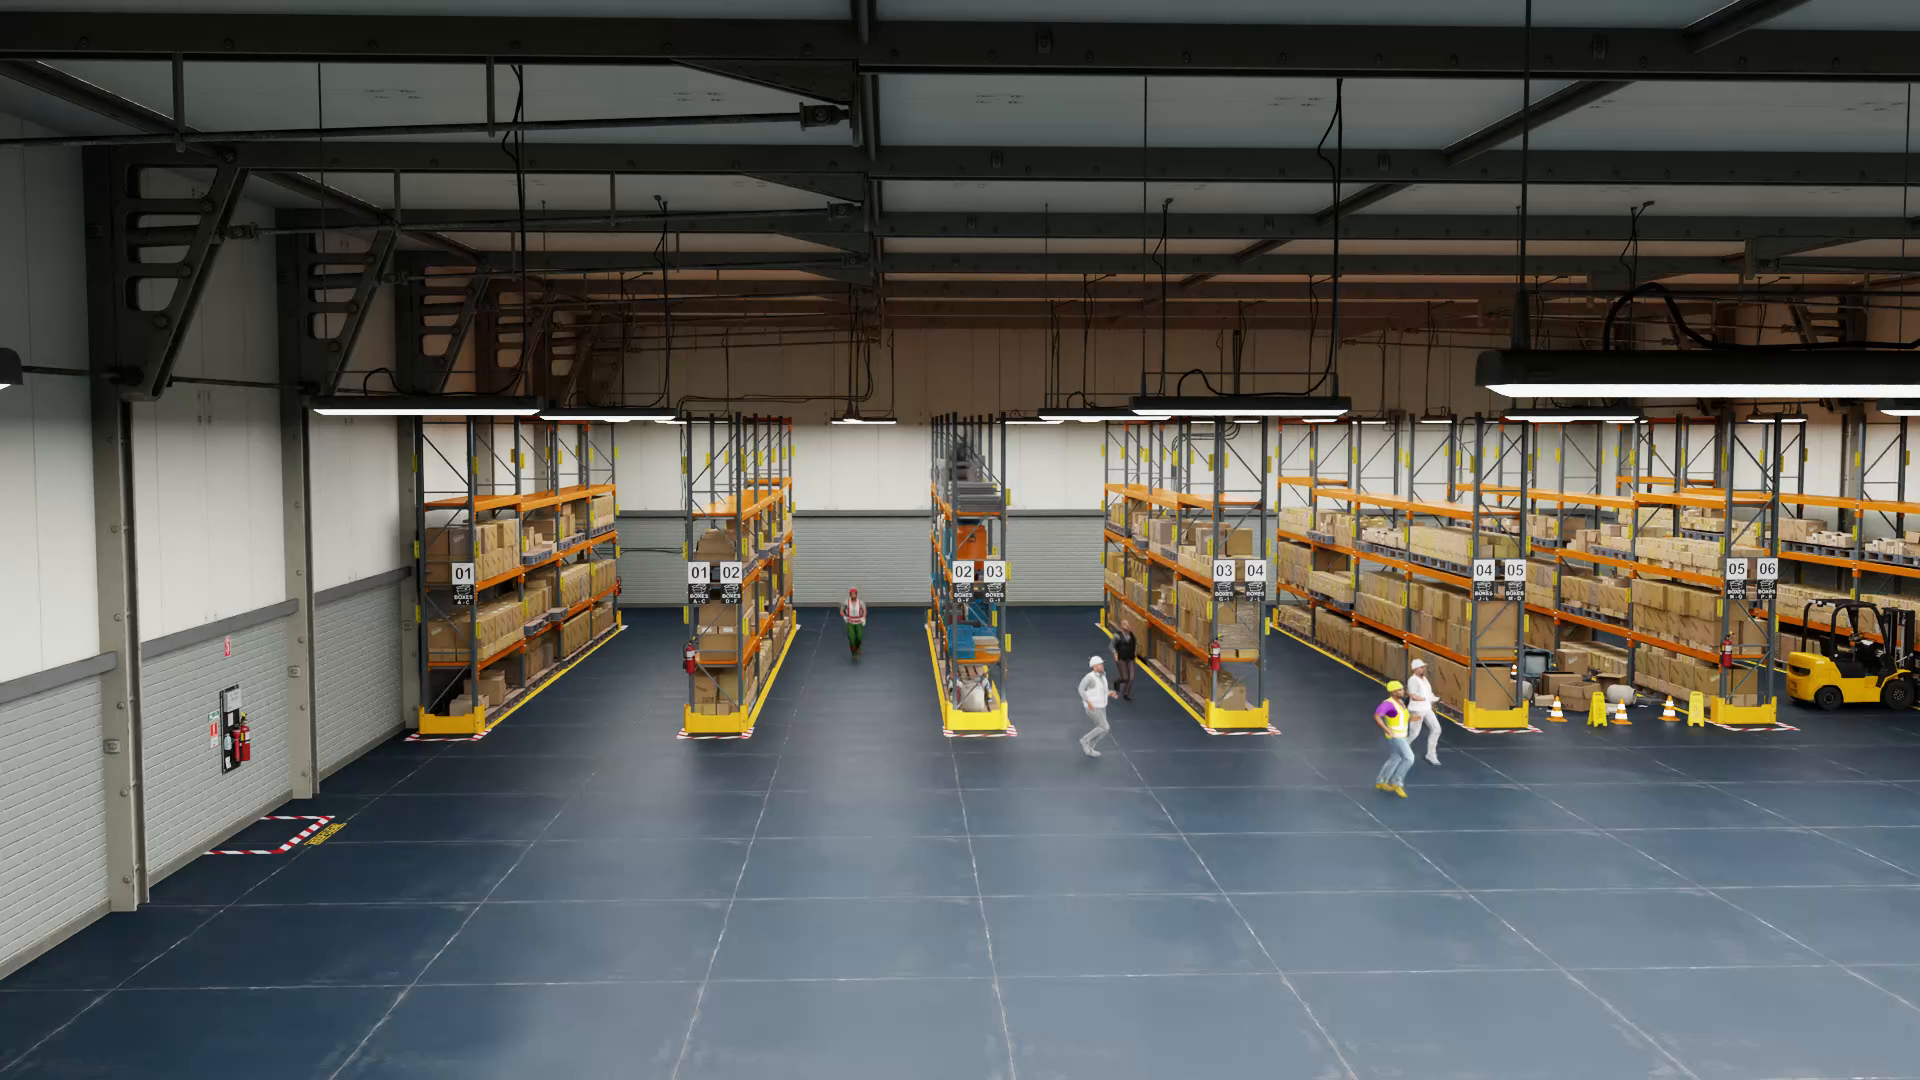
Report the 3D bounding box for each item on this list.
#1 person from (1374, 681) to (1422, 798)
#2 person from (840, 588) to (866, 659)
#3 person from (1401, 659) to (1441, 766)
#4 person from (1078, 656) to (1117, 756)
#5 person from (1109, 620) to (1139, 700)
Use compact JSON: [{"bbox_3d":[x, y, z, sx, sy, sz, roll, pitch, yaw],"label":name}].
[{"bbox_3d":[6.801,3.090,25.827,0.696,1.809,0.674,2,4,25],"label":"person"},{"bbox_3d":[-2.626,2.062,40.922,0.661,1.746,0.586,-1,4,-7],"label":"person"},{"bbox_3d":[7.815,2.926,28.295,0.775,1.820,0.691,3,5,41],"label":"person"},{"bbox_3d":[2.426,2.885,28.873,0.584,1.740,0.645,2,5,31],"label":"person"},{"bbox_3d":[3.461,2.514,34.926,0.659,1.679,0.586,-1,4,-18],"label":"person"}]
